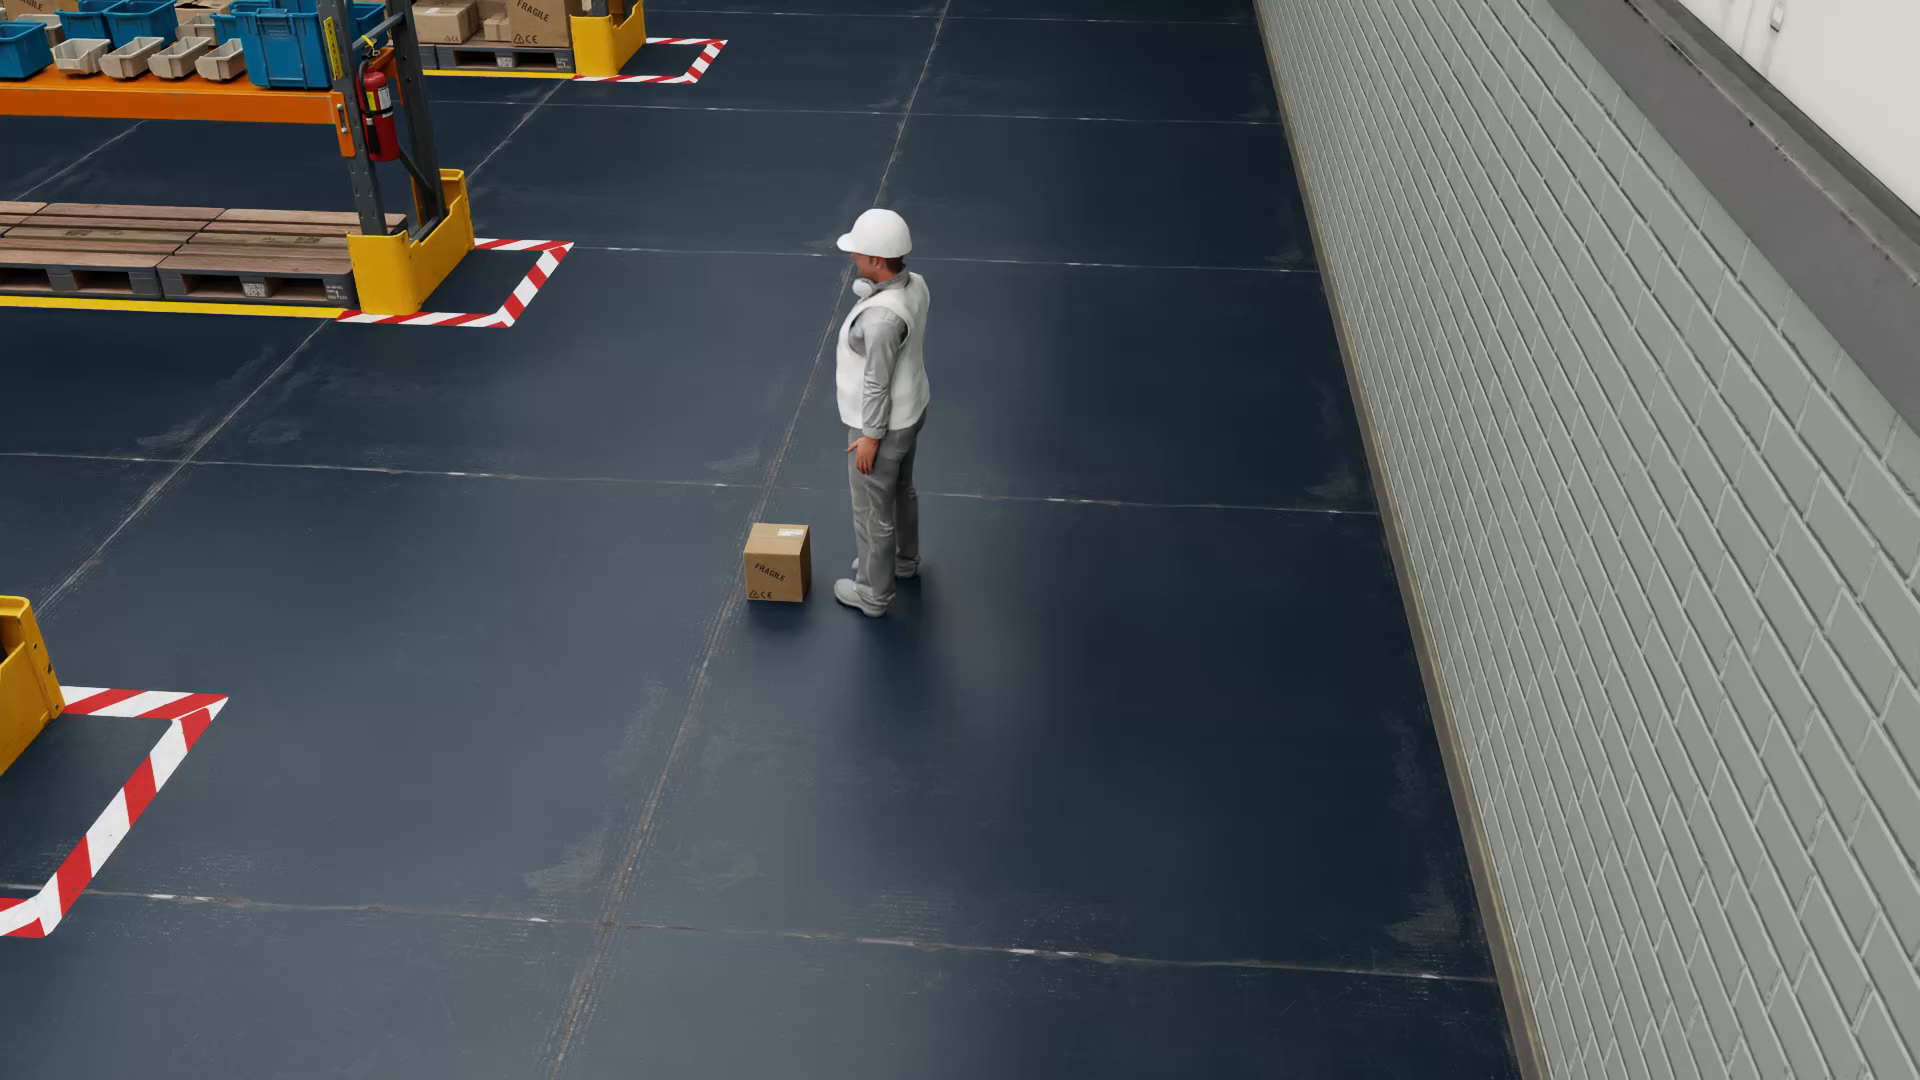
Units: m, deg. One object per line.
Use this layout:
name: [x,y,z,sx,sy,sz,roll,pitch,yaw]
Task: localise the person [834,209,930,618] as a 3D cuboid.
person: [-0.345,-0.533,6.967,0.397,1.789,0.559,8,33,13]
